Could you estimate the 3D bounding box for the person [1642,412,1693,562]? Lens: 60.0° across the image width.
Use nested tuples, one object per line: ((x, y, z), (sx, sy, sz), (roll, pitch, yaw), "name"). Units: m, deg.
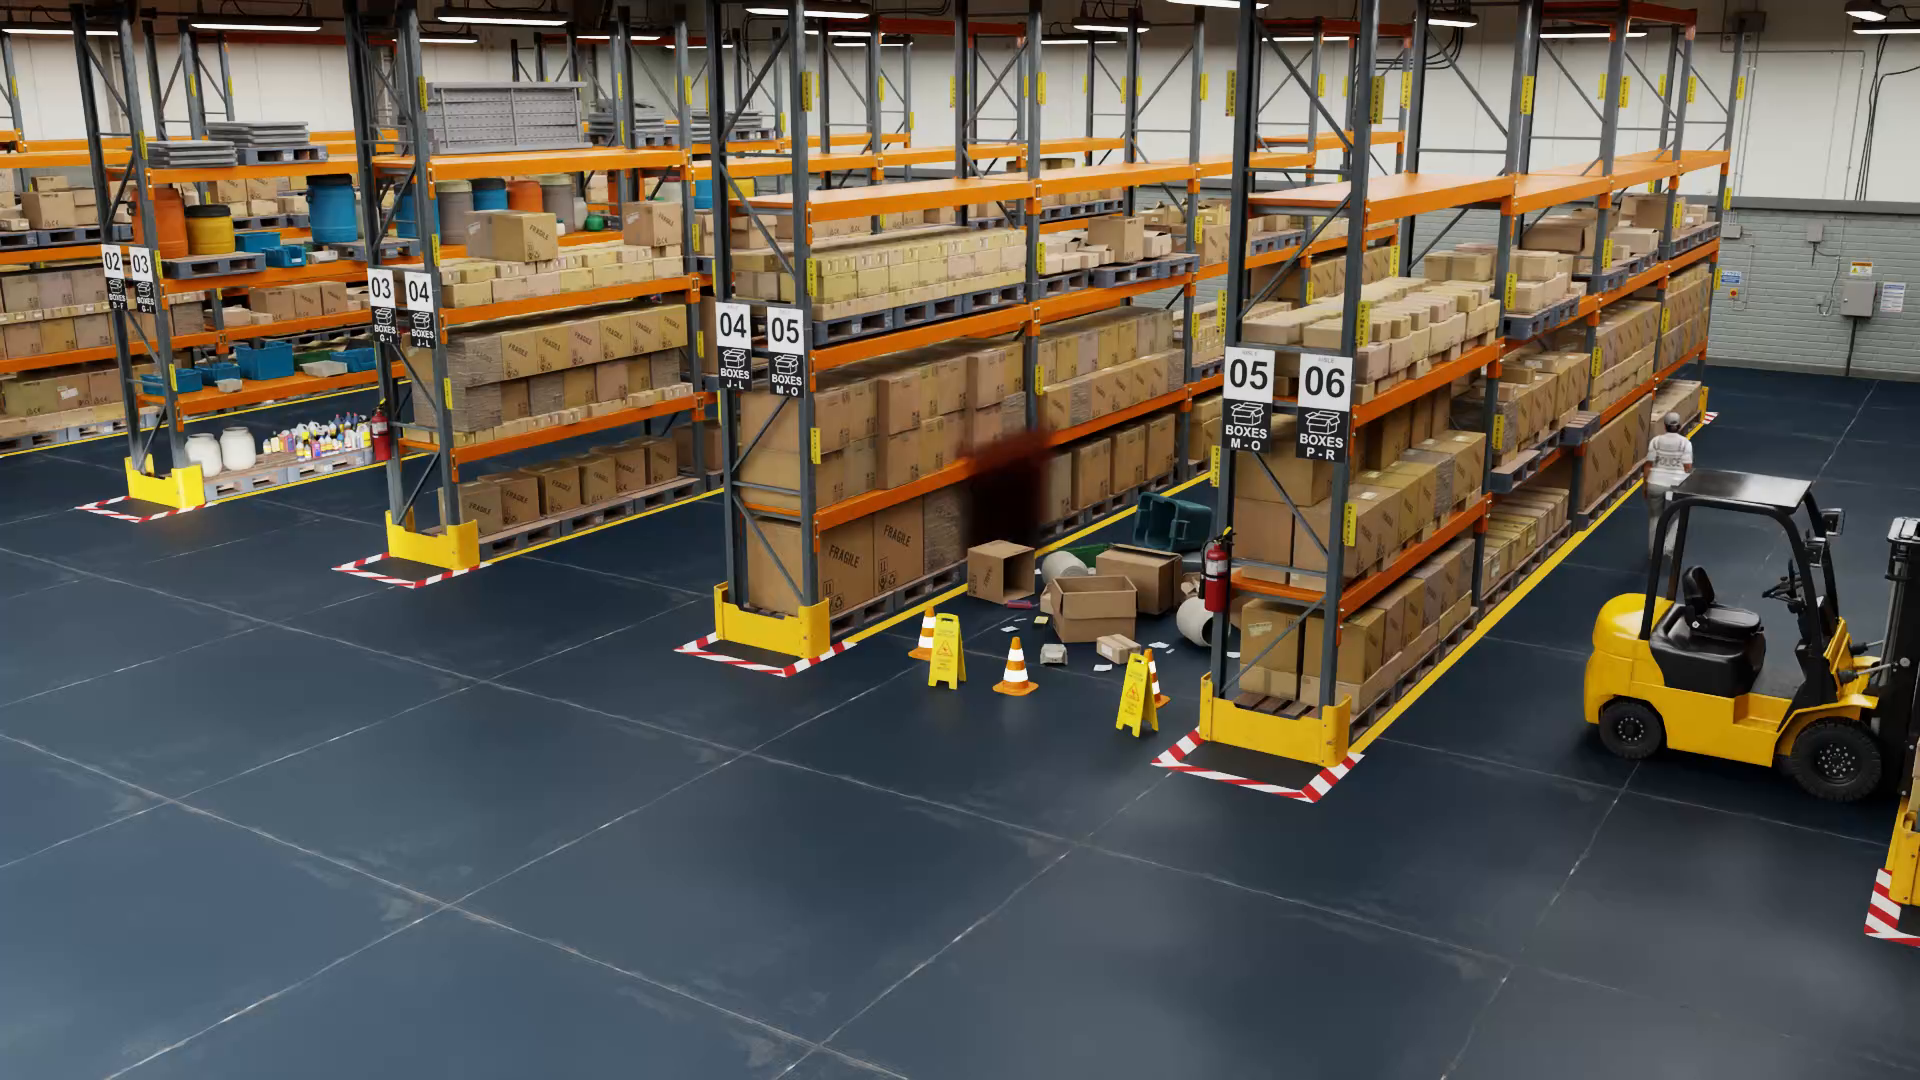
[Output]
((7.735, -0.561, 18.171), (0.534, 1.660, 0.506), (9, 18, 29), "person")
